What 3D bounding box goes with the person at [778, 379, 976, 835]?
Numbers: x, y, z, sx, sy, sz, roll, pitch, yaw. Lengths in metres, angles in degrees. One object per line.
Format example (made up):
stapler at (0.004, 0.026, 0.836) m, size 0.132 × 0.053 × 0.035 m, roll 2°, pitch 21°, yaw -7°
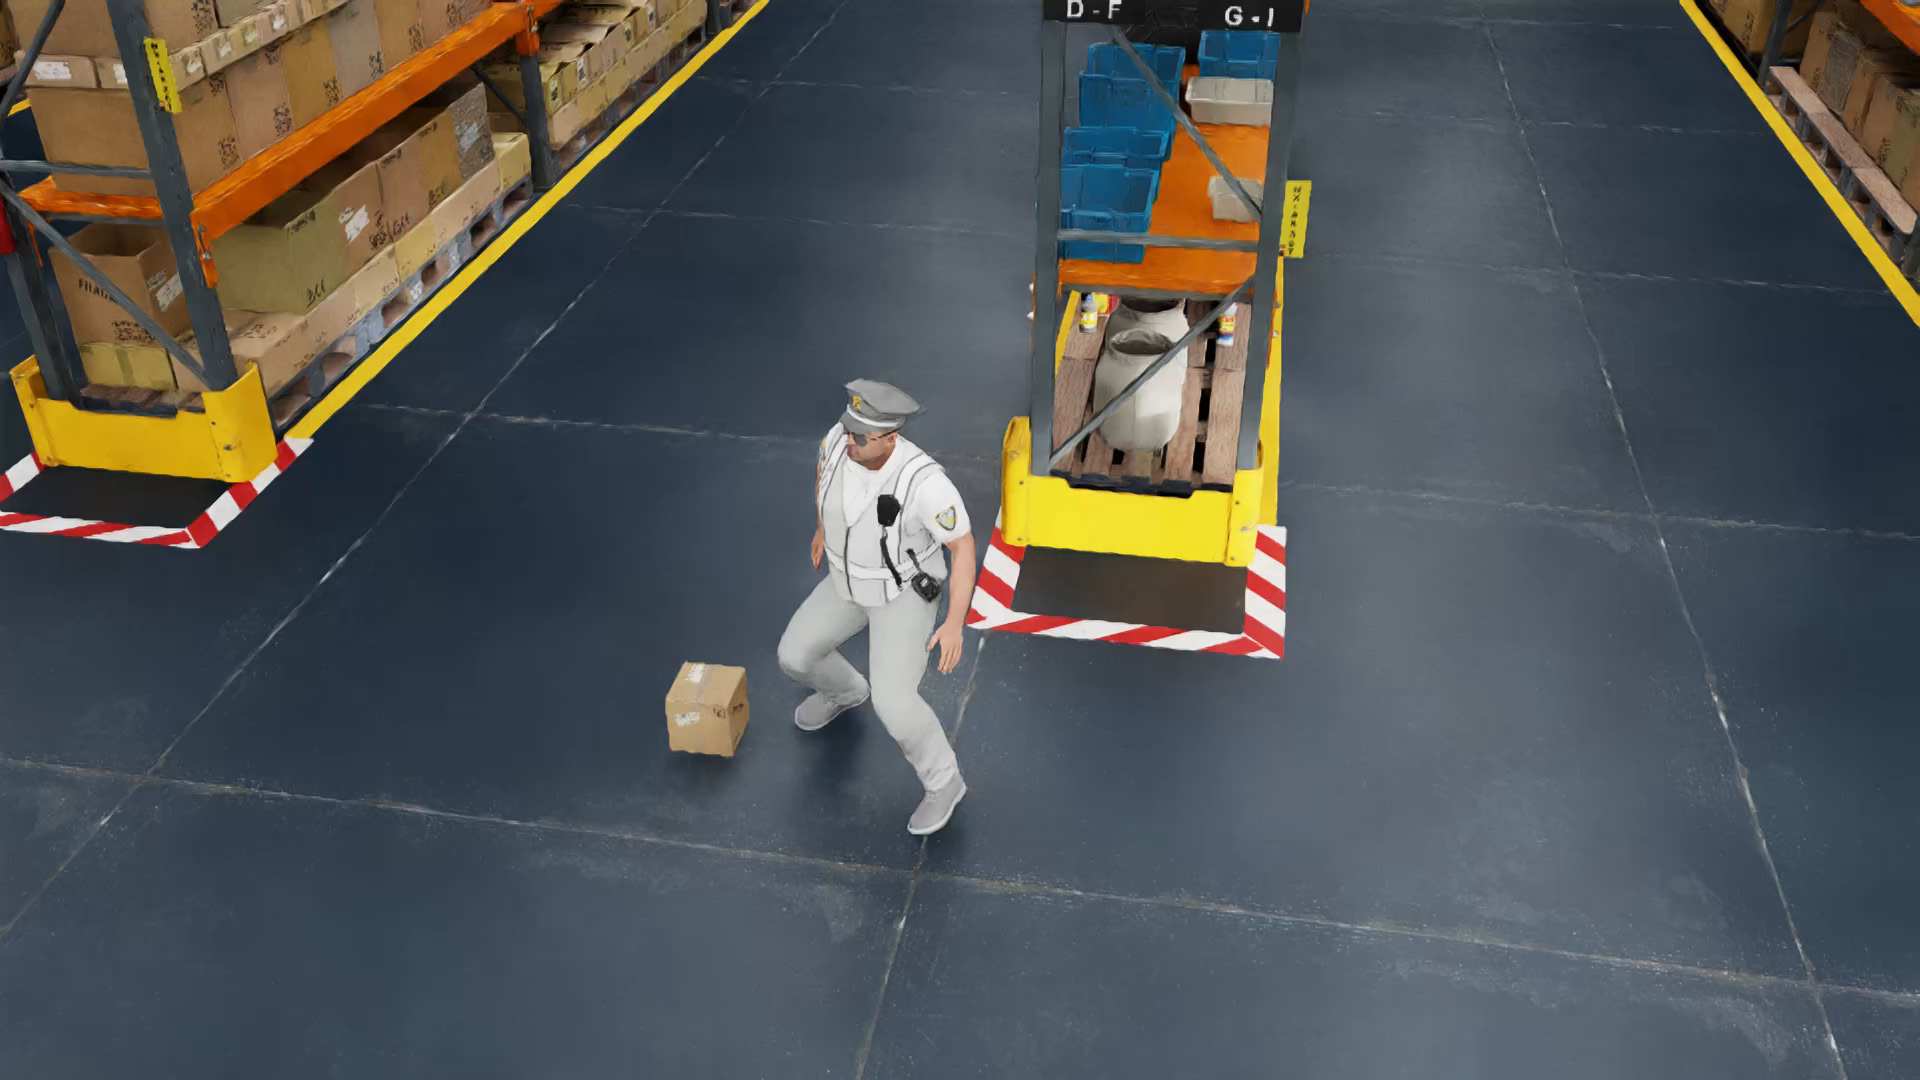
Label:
person at (-0.274, 0.159, 6.006) m, size 0.890 × 1.614 × 0.558 m, roll 25°, pitch 40°, yaw 34°
